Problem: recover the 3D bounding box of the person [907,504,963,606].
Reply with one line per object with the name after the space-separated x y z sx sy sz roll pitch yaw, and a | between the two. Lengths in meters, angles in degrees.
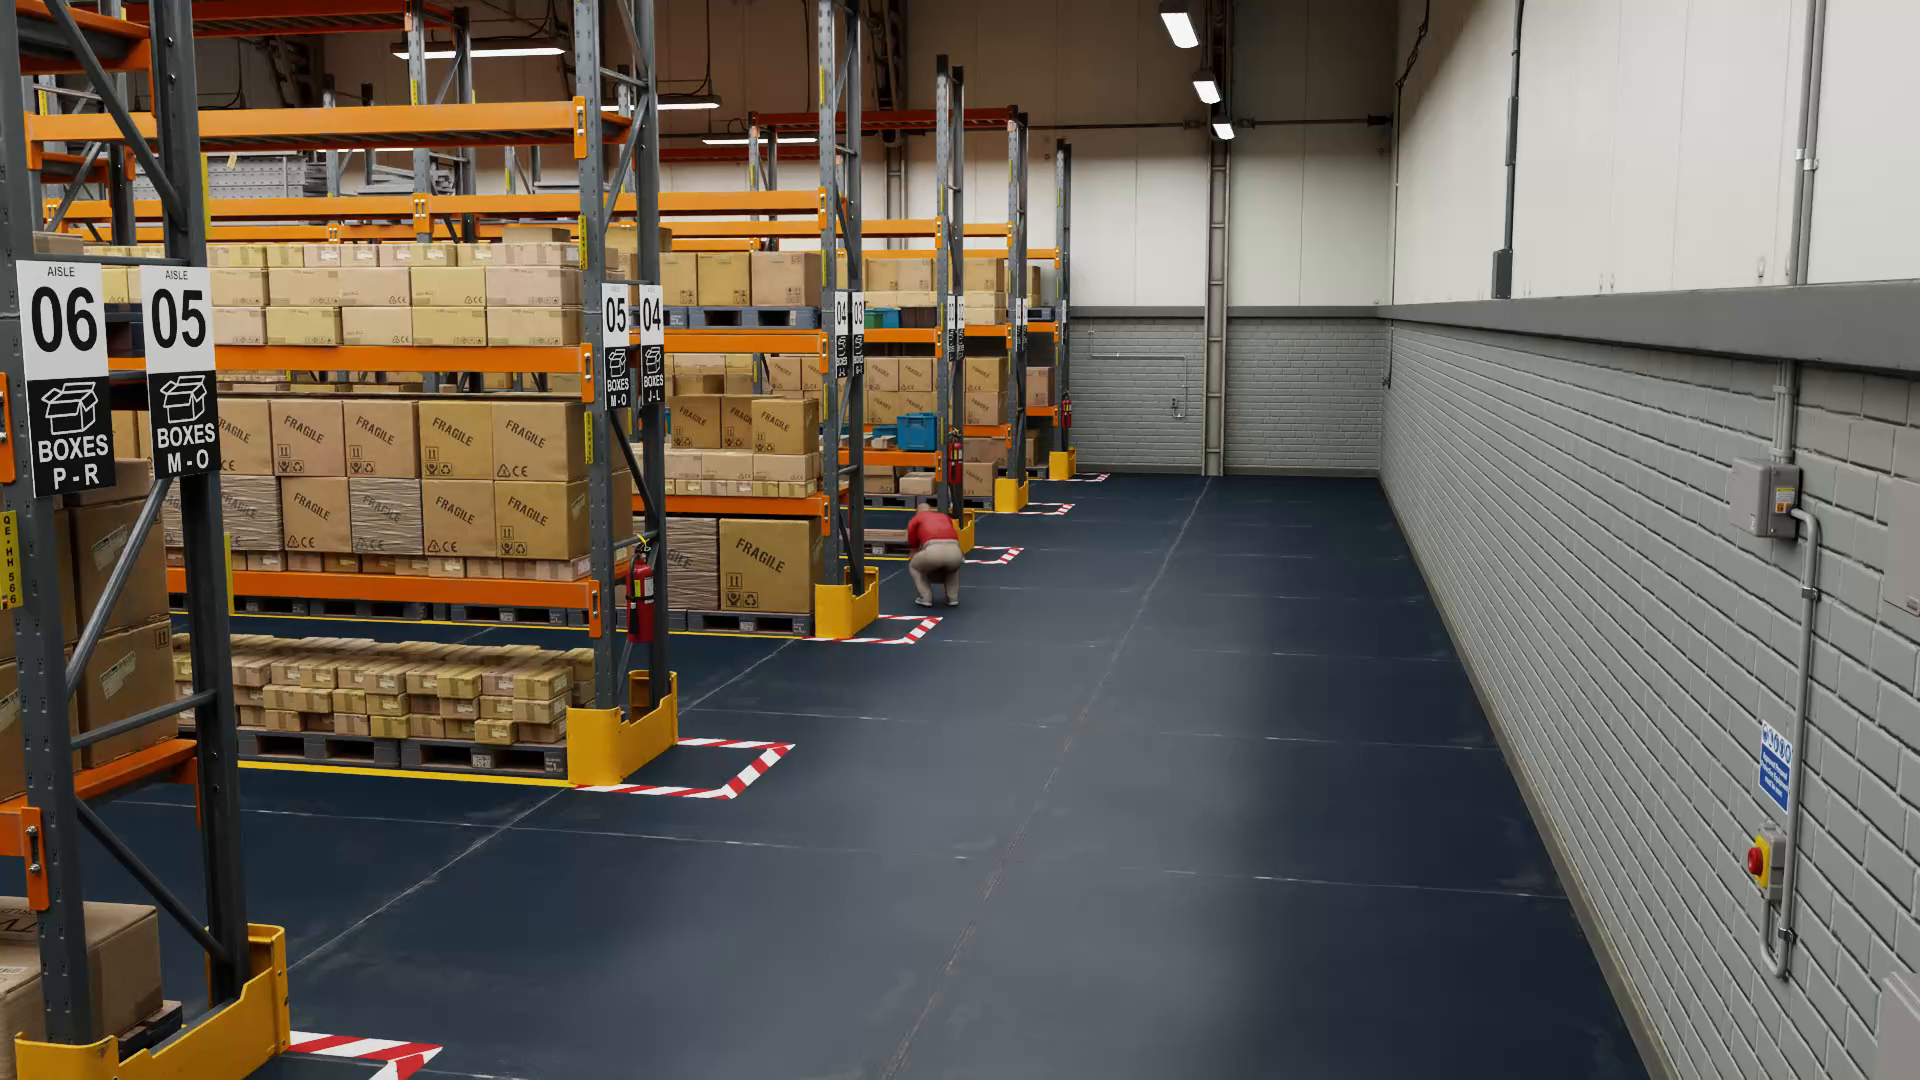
-0.262 0.159 17.319 0.539 1.008 0.863 -2 8 -13 | person
